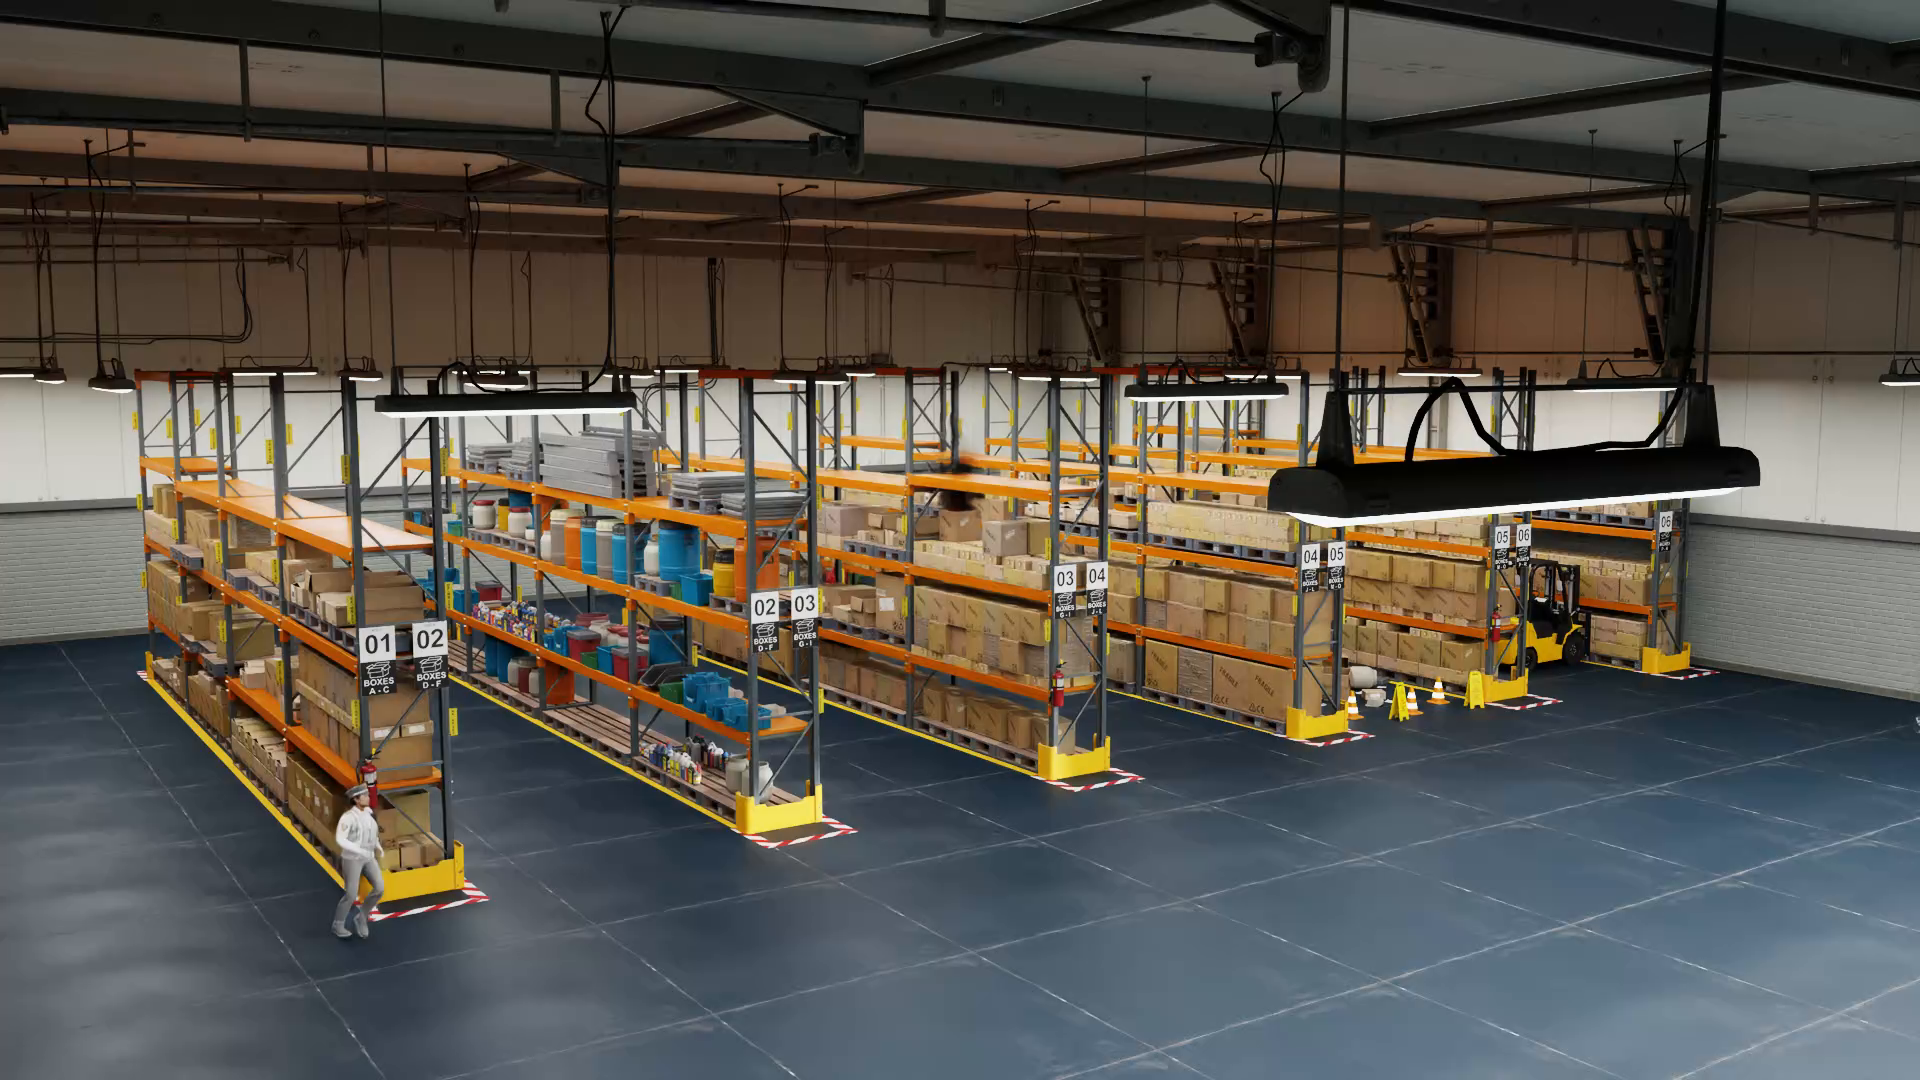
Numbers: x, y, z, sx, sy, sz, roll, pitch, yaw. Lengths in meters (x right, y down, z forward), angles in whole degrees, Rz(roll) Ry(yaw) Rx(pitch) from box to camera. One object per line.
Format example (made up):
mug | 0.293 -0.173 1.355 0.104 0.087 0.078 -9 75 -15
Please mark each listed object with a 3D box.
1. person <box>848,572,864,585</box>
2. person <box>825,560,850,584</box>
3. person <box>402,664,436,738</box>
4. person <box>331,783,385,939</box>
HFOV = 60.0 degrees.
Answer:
person | -2.679 0.656 42.578 0.648 1.740 0.596 5 8 40
person | -2.726 1.289 37.234 0.673 1.779 0.914 -3 7 -26
person | -8.992 2.342 27.466 0.712 1.776 1.037 -6 9 -44
person | -6.499 3.473 18.083 0.582 1.676 0.684 3 7 25
